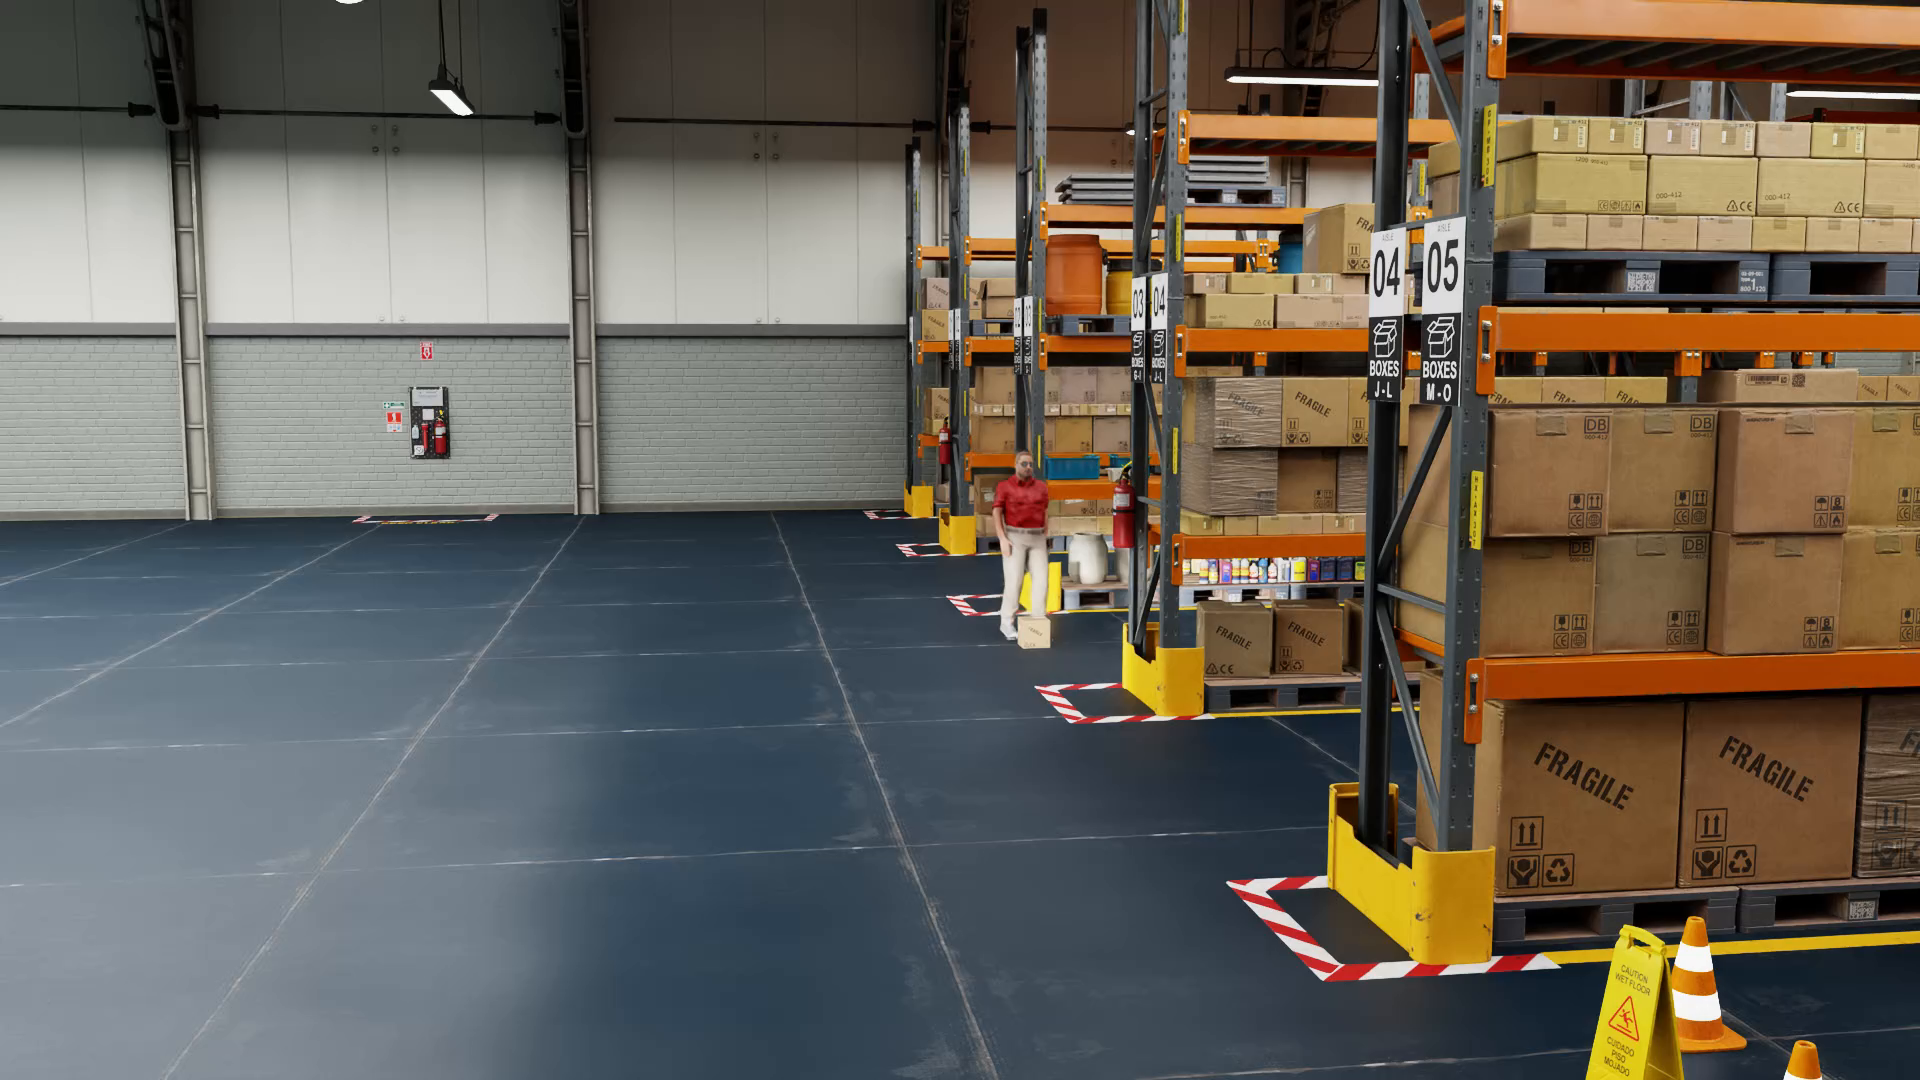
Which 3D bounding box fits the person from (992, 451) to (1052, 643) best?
[{"bbox_3d":[0.617,0.098,15.255,0.585,1.799,0.617,-2,7,-18],"label":"person"}]
